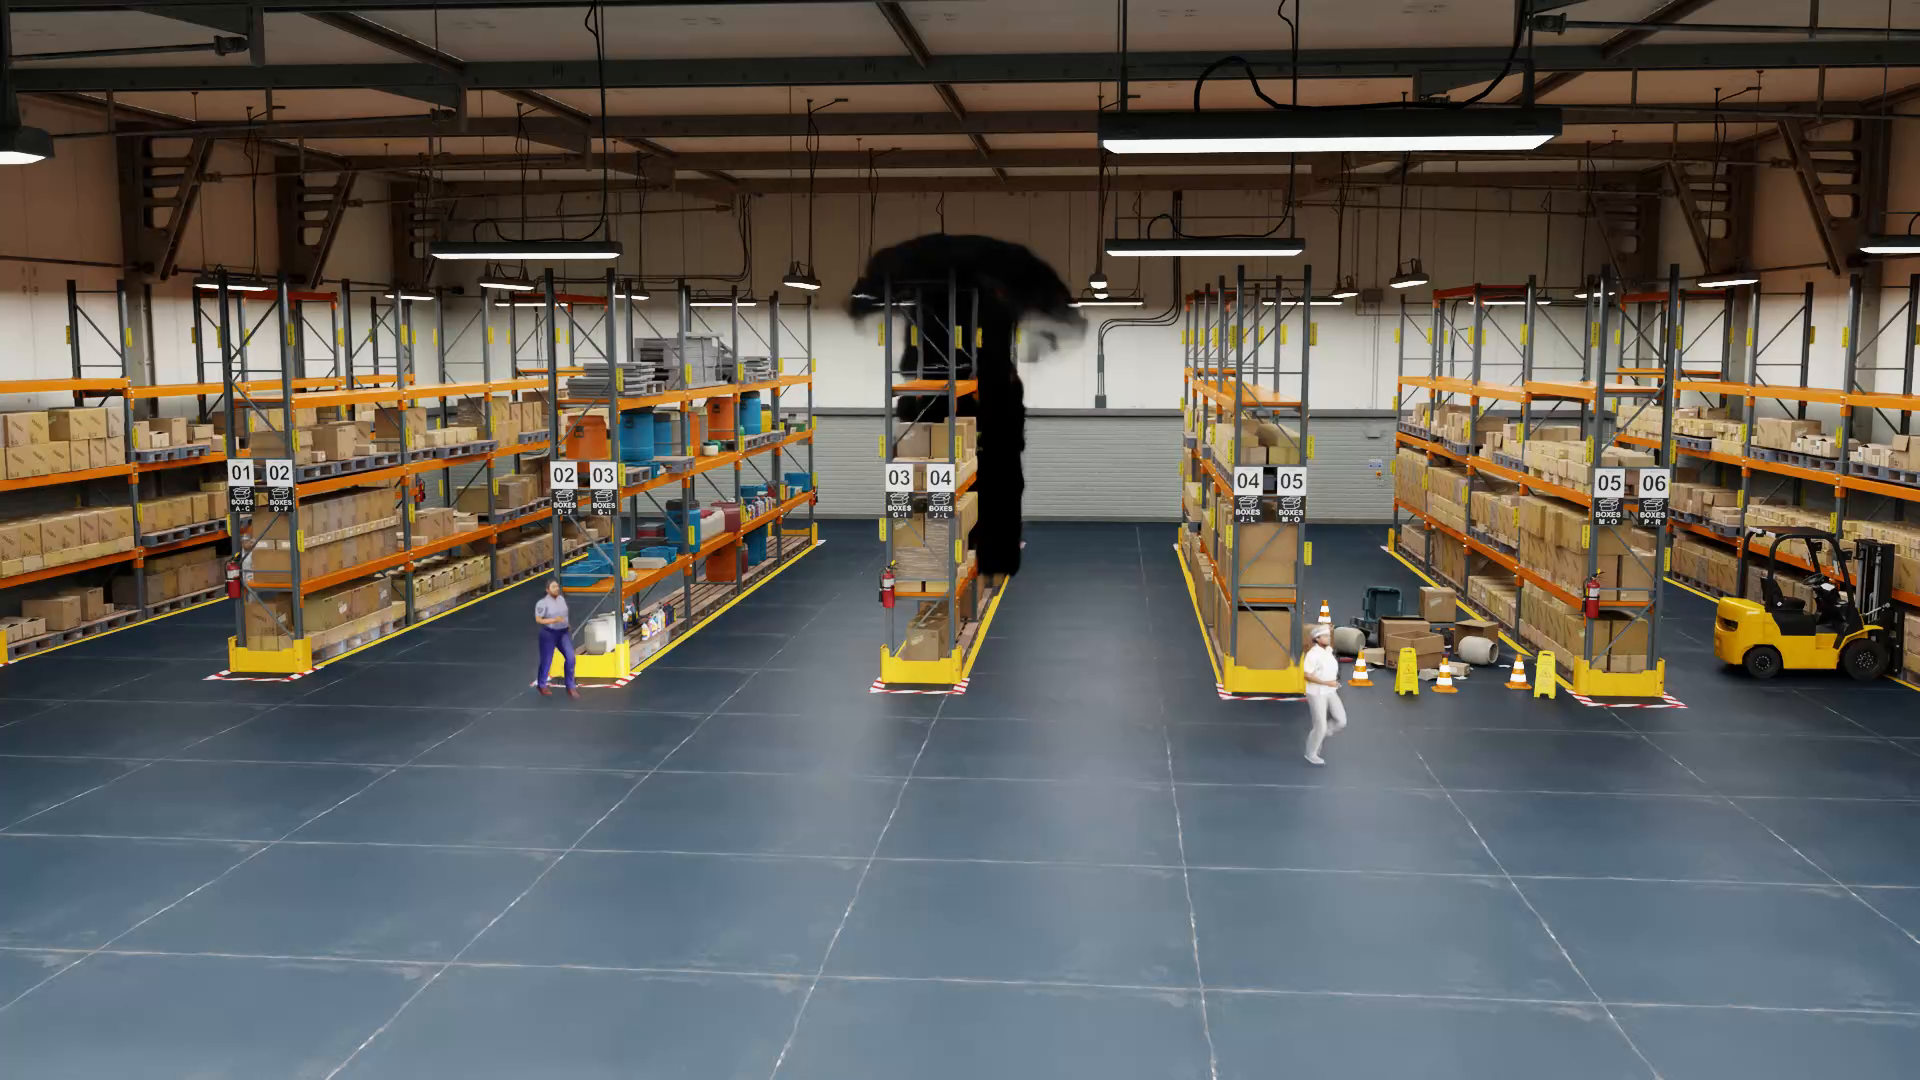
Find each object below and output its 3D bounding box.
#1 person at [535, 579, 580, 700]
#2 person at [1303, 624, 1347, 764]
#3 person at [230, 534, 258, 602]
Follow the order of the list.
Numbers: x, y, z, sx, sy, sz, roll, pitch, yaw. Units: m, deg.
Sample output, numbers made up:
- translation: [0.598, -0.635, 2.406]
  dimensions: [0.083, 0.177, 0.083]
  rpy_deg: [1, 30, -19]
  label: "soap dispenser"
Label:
- translation: [-5.634, 1.387, 23.118]
  dimensions: [0.708, 1.702, 0.622]
  rpy_deg: [7, 10, 44]
  label: "person"
- translation: [4.295, 1.808, 19.546]
  dimensions: [0.624, 1.671, 0.537]
  rpy_deg: [-6, 9, -41]
  label: "person"
- translation: [-12.281, 0.712, 28.619]
  dimensions: [0.615, 1.658, 0.541]
  rpy_deg: [-1, 7, -8]
  label: "person"
